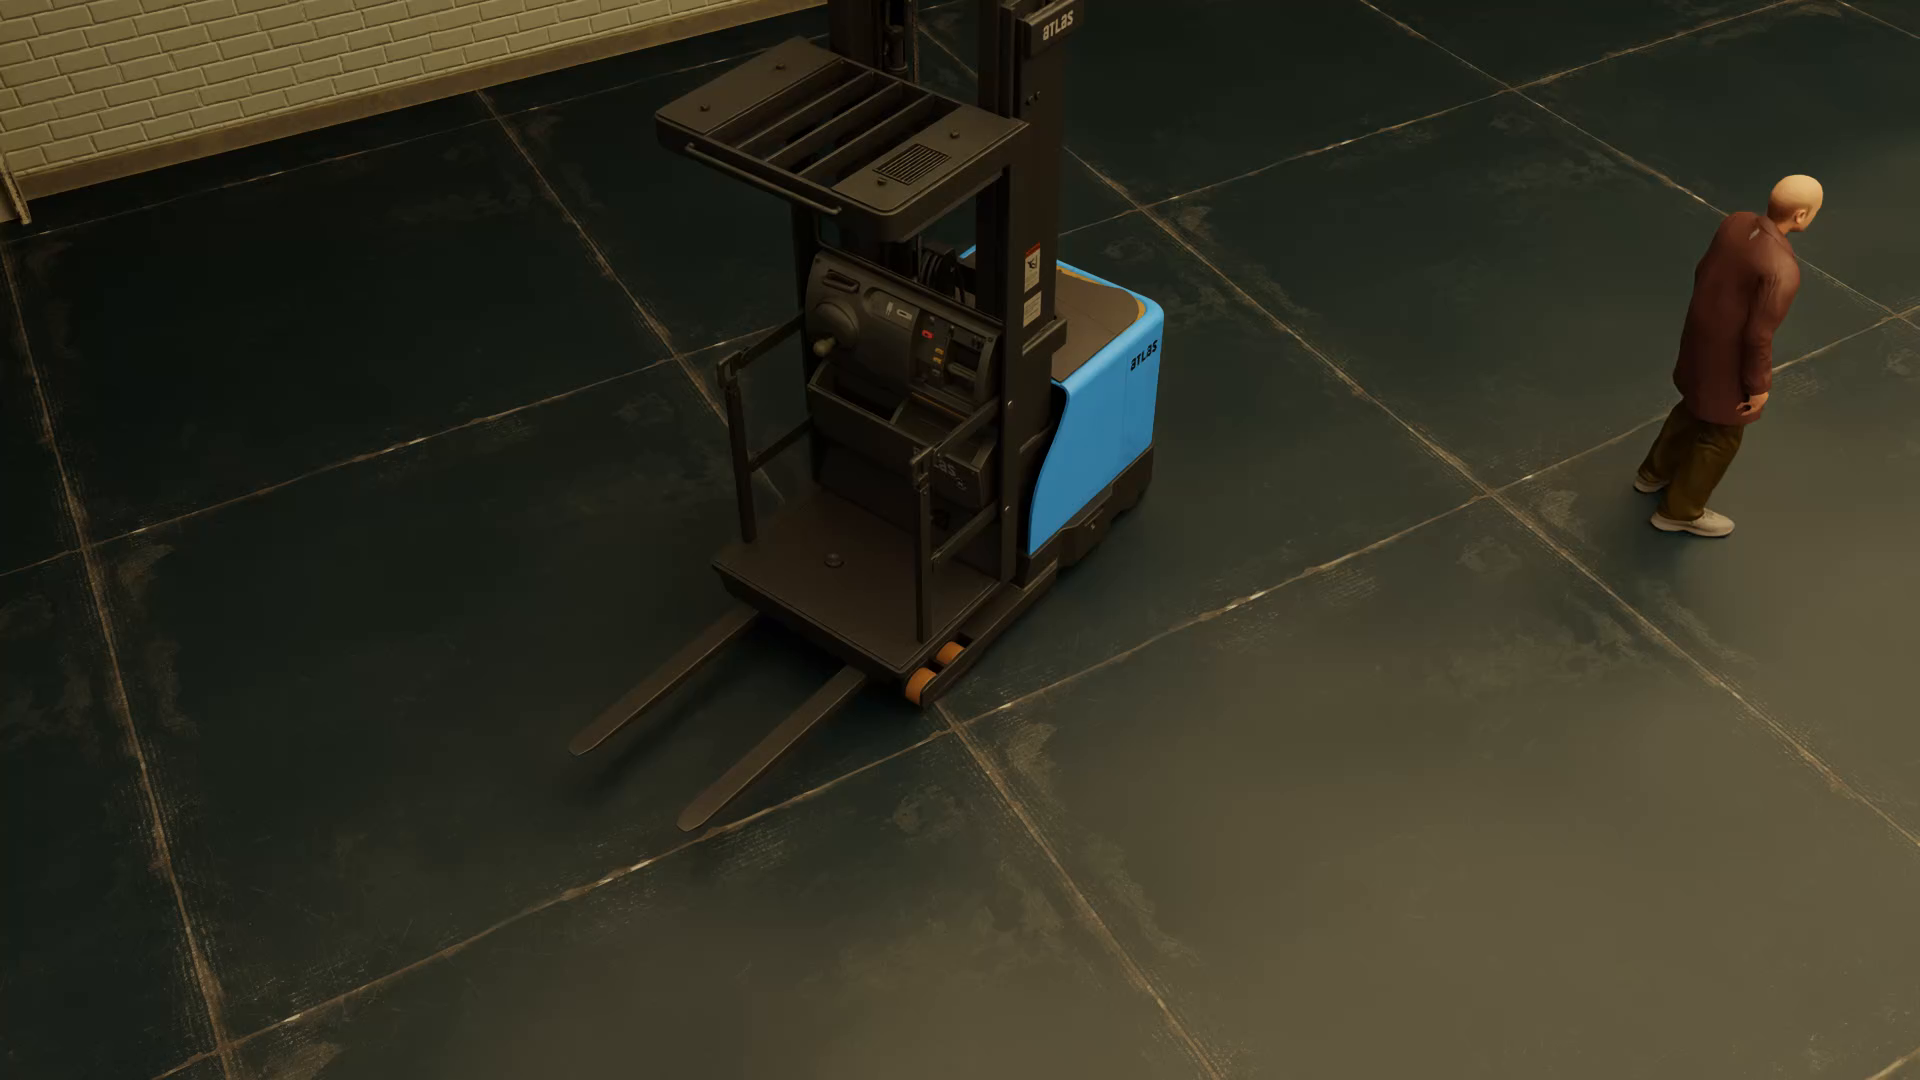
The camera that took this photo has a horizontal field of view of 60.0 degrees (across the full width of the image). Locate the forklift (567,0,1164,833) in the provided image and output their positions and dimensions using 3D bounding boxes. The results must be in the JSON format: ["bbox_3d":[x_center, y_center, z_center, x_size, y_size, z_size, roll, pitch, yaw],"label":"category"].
[{"bbox_3d":[-0.375,-0.749,6.505,1.130,2.935,3.031,28,50,27],"label":"forklift"}]

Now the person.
[{"bbox_3d":[3.448,-0.832,7.448,0.439,1.775,0.644,-3,43,-3],"label":"person"}]
